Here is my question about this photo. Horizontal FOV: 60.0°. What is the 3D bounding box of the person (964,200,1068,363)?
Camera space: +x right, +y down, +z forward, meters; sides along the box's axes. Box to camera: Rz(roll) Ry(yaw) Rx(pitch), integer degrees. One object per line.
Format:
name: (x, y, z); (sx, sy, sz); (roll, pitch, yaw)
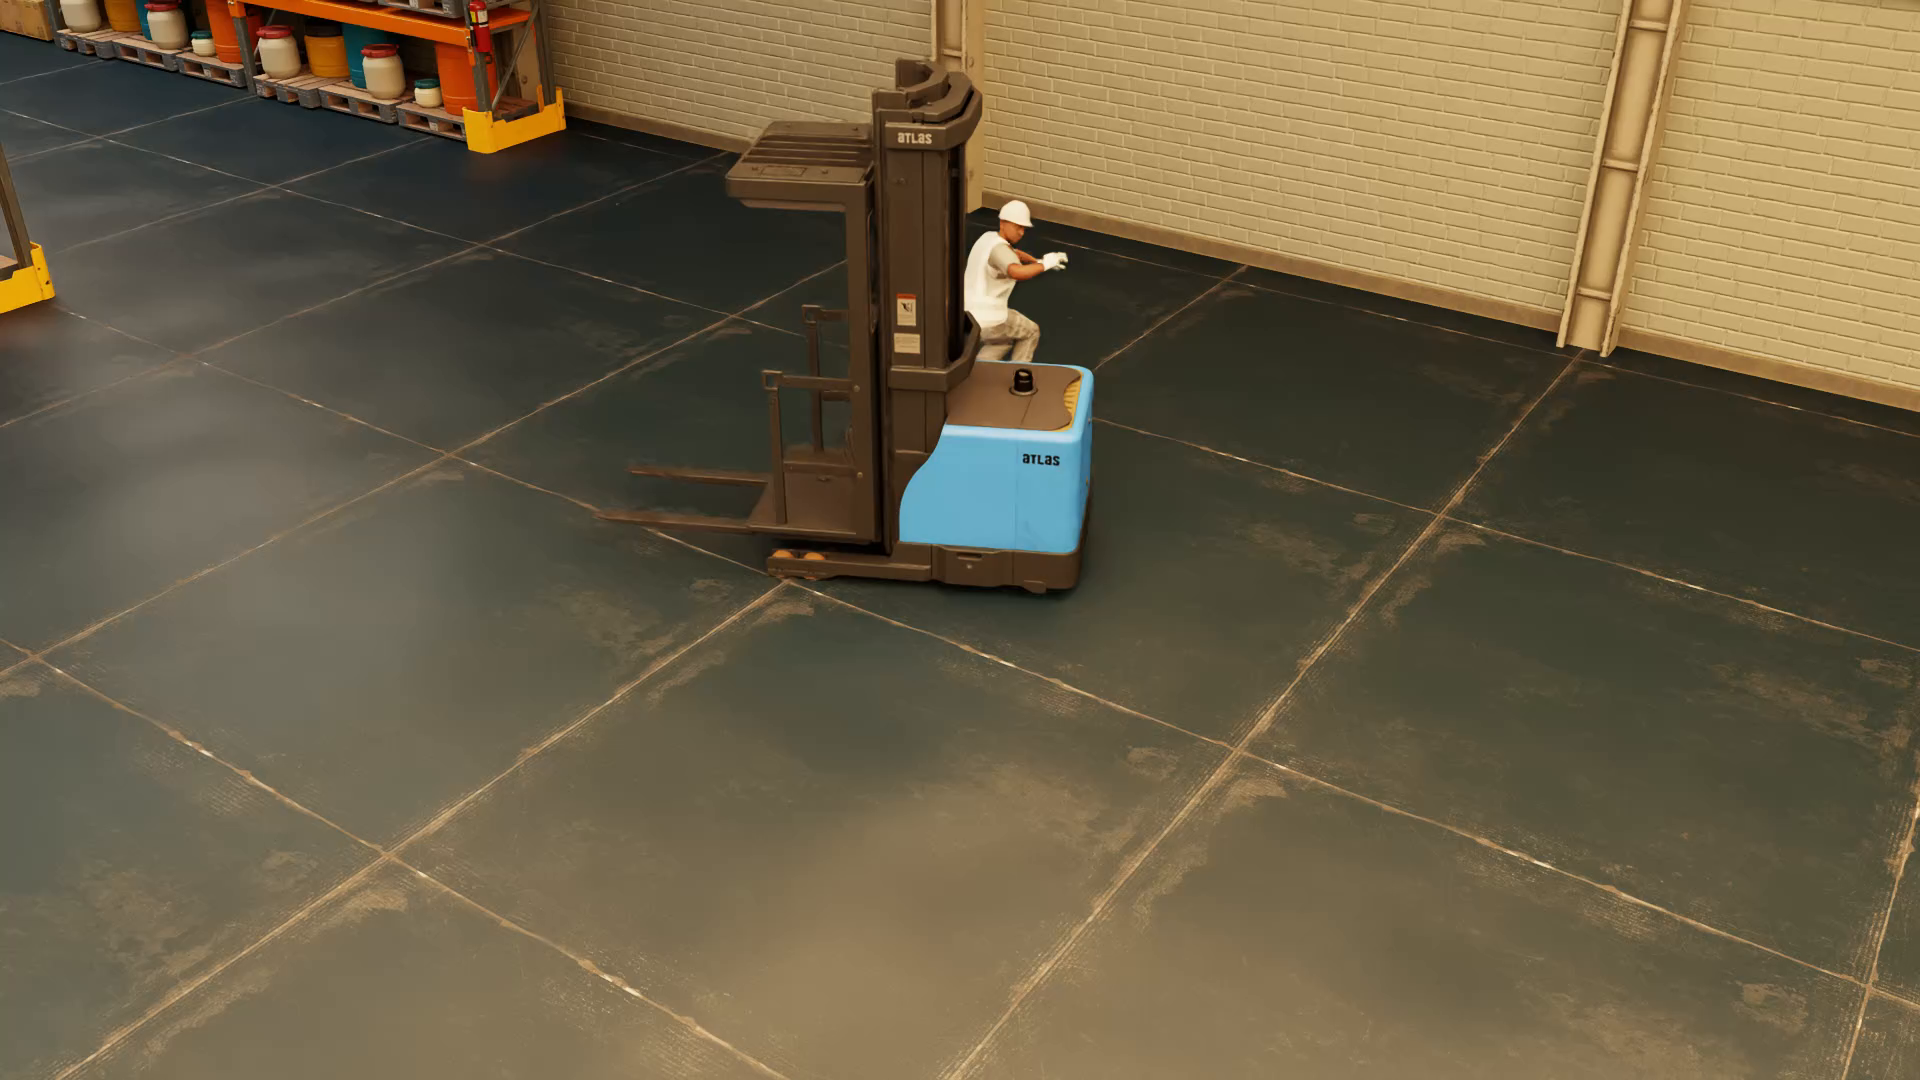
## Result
person: (0.470, -1.713, 11.955); (1.049, 1.479, 0.812); (-20, 36, -30)

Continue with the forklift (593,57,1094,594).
forklift: (-0.731, -1.278, 9.782); (3.031, 2.935, 1.130); (4, 30, 7)
